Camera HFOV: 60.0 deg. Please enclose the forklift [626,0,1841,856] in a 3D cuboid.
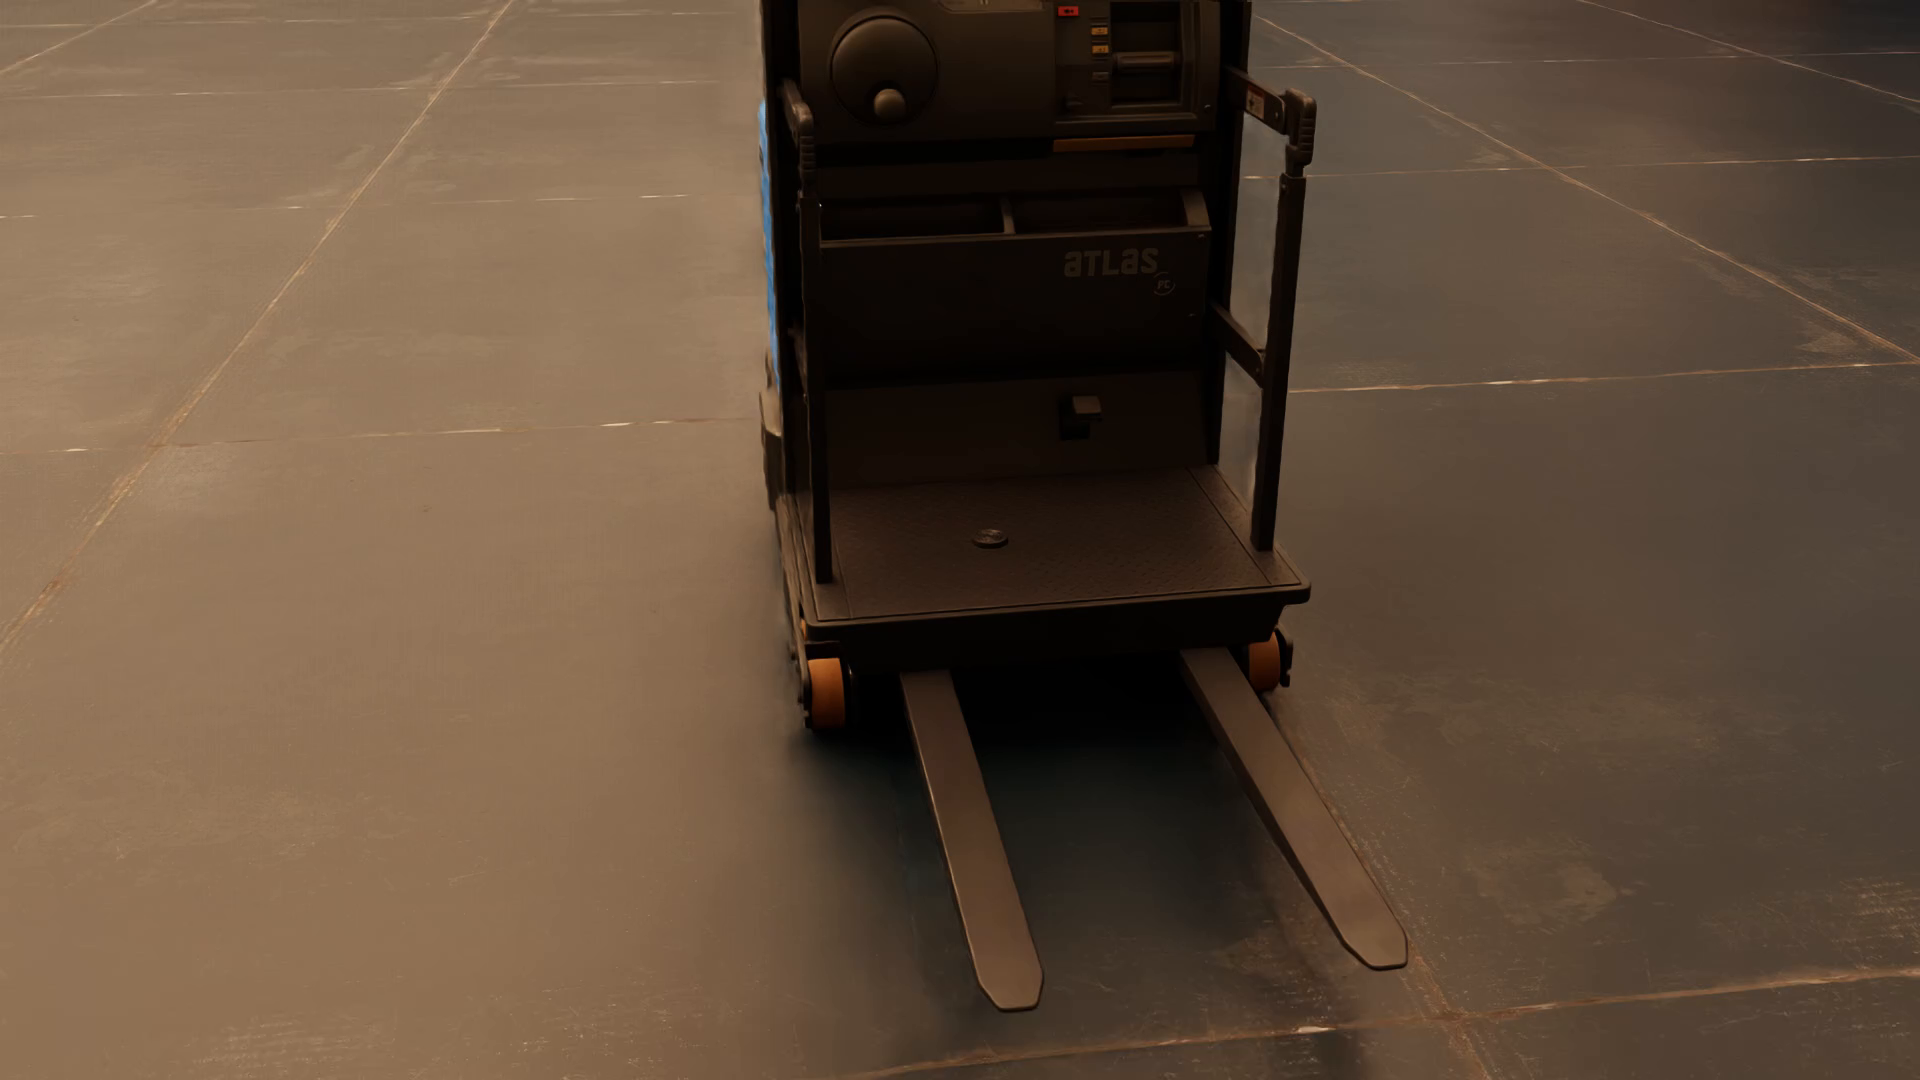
[{"bbox_3d":[0.486,-1.136,3.586,1.130,2.935,3.031,-23,34,-39],"label":"forklift"}]
